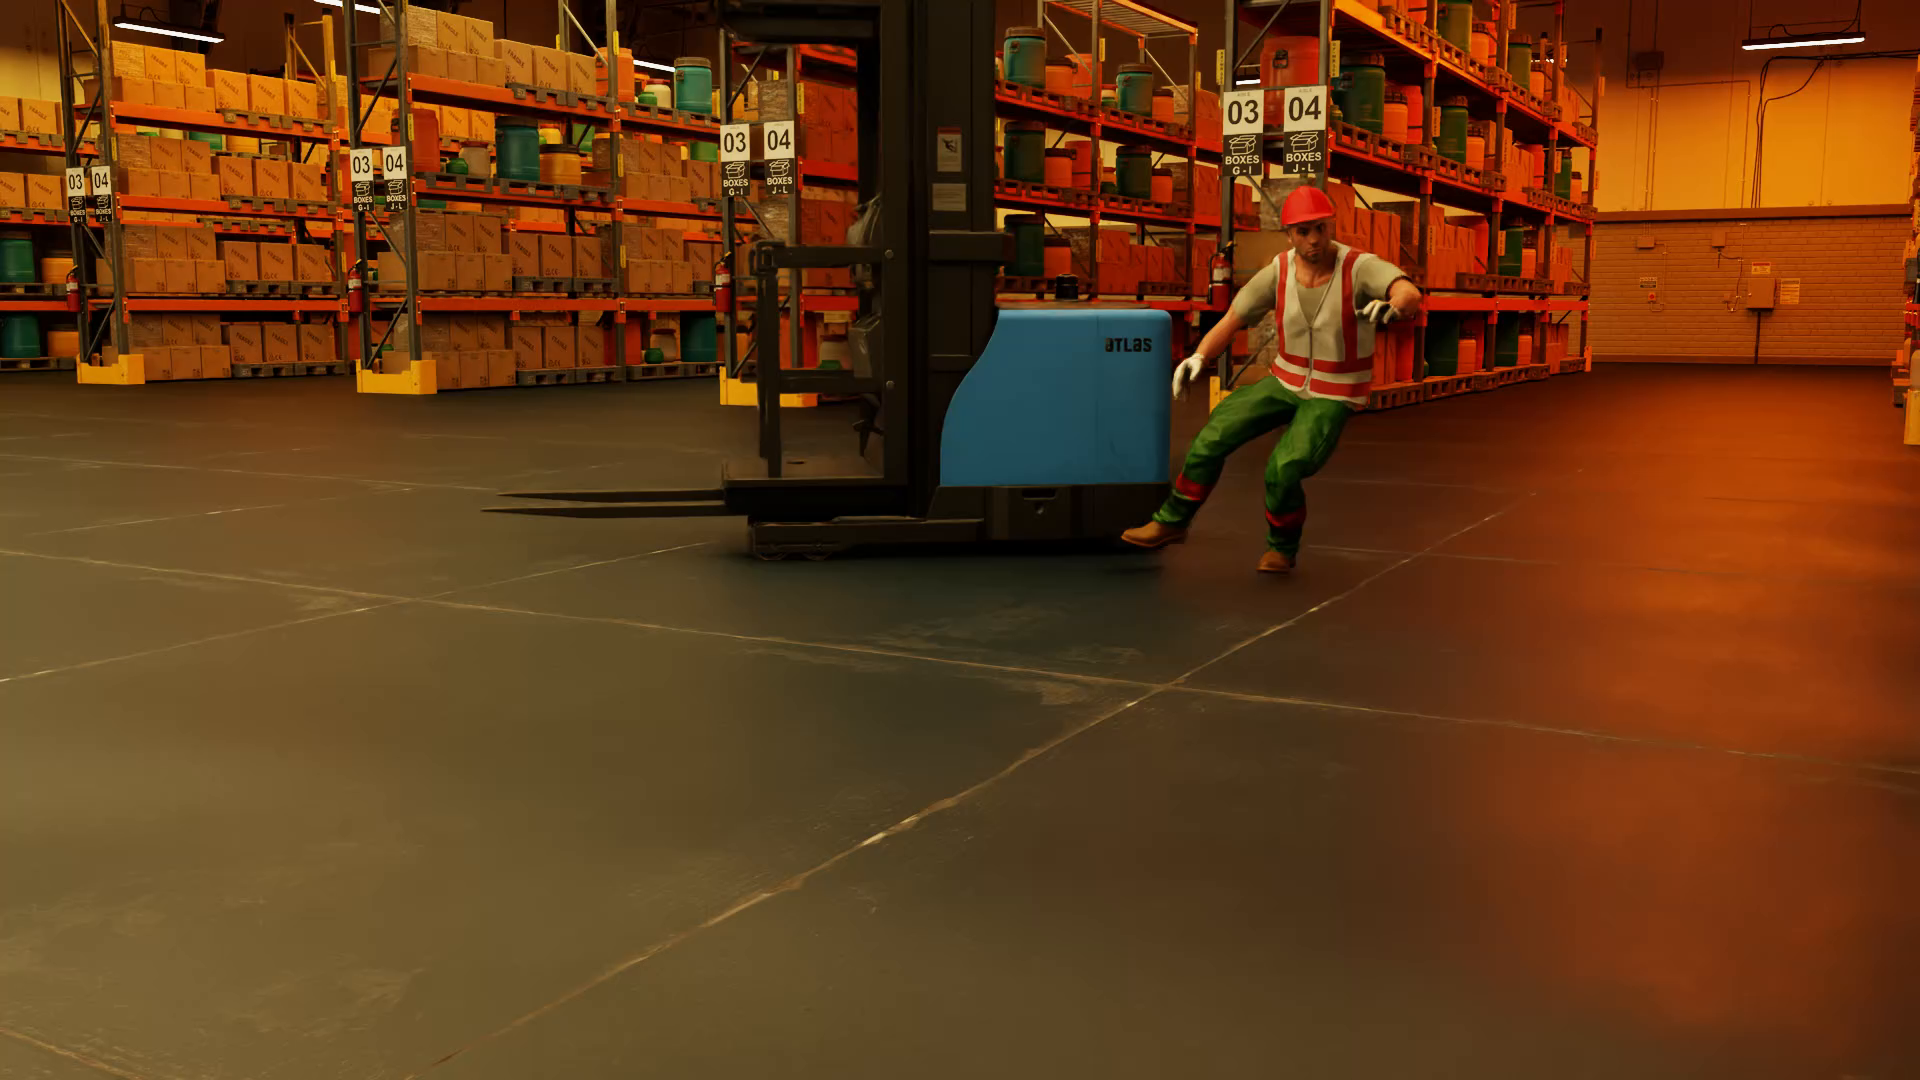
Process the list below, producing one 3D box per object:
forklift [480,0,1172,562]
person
[{"bbox_3d":[-0.610,-1.437,7.502,3.031,2.935,1.130,-1,8,-9],"label":"forklift"},{"bbox_3d":[1.175,-0.597,6.429,1.224,1.507,0.905,5,9,31],"label":"person"}]
